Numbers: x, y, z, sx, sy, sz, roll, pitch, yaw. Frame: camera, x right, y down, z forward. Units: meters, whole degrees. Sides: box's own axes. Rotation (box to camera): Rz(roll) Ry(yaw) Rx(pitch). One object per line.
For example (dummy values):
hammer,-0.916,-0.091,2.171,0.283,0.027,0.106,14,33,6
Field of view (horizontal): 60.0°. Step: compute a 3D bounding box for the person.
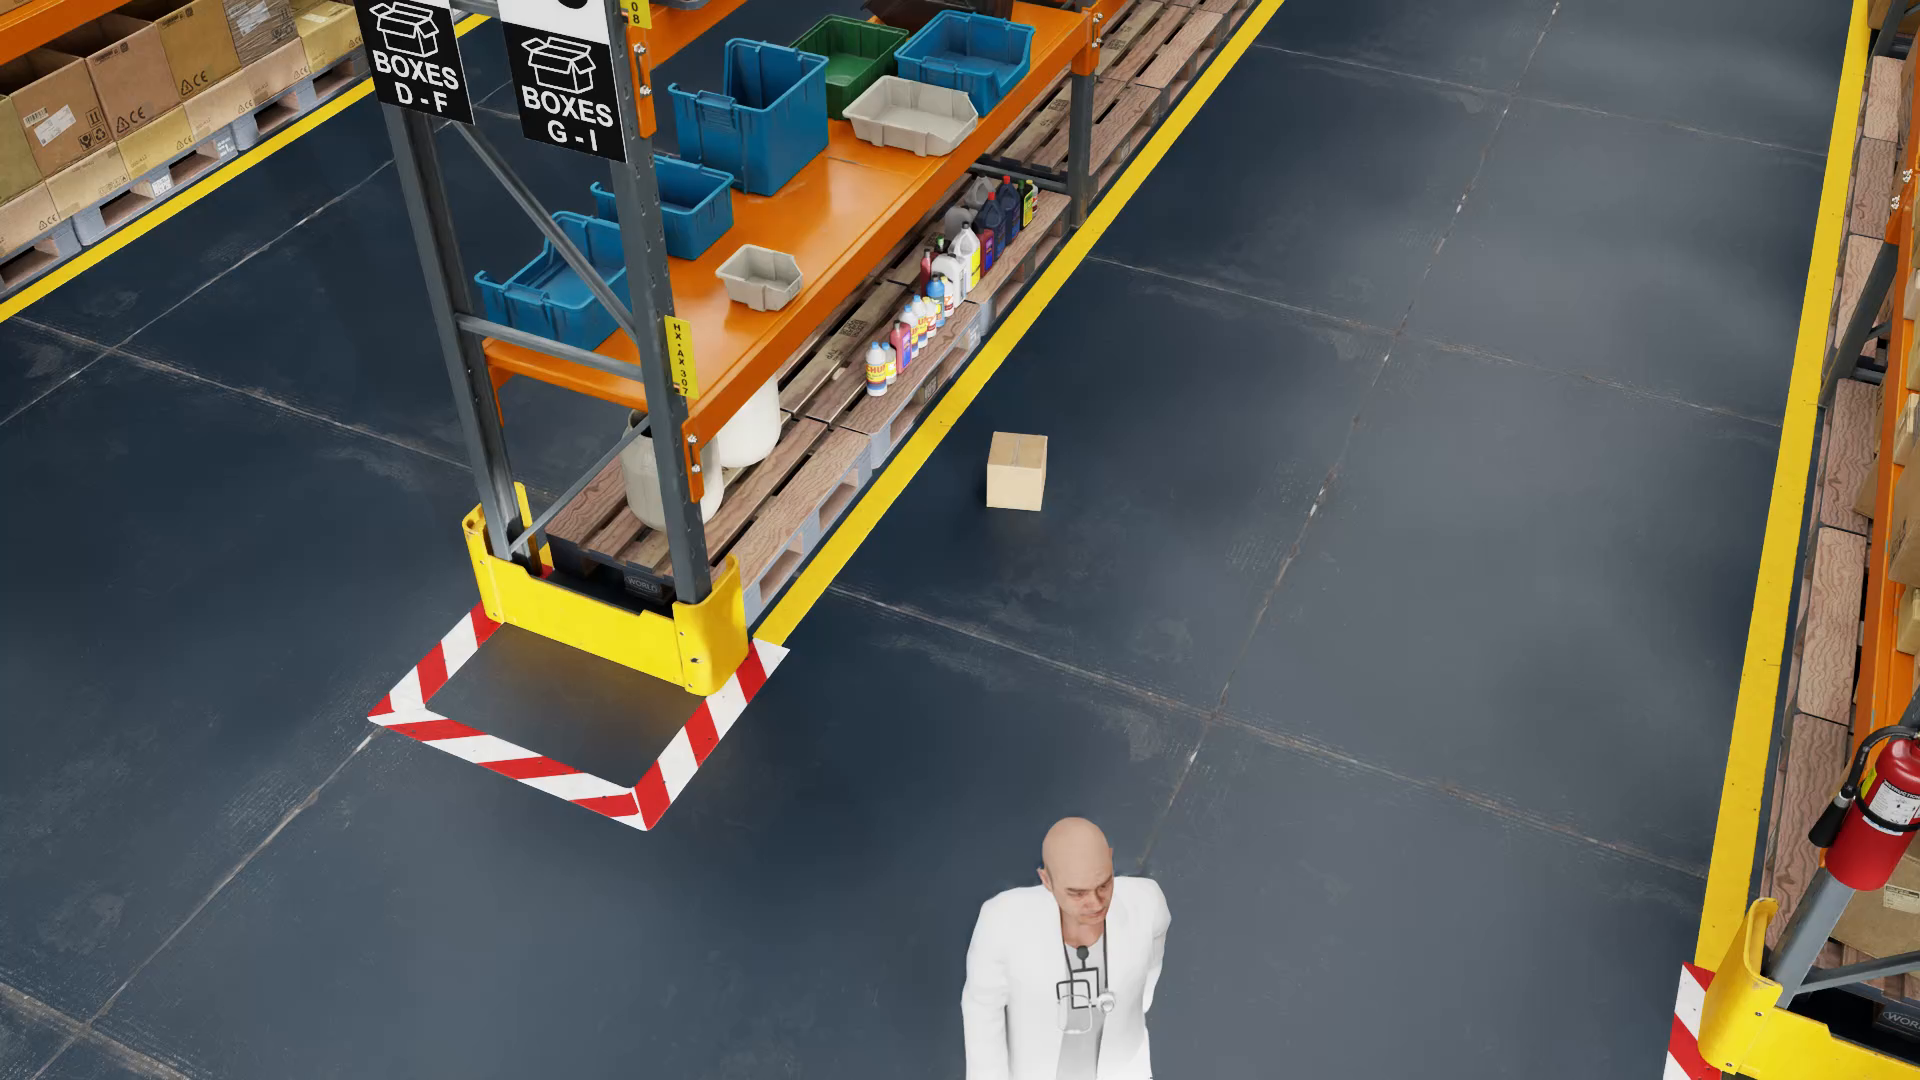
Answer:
person,0.284,1.413,4.568,0.563,1.728,1.104,-2,41,-3
